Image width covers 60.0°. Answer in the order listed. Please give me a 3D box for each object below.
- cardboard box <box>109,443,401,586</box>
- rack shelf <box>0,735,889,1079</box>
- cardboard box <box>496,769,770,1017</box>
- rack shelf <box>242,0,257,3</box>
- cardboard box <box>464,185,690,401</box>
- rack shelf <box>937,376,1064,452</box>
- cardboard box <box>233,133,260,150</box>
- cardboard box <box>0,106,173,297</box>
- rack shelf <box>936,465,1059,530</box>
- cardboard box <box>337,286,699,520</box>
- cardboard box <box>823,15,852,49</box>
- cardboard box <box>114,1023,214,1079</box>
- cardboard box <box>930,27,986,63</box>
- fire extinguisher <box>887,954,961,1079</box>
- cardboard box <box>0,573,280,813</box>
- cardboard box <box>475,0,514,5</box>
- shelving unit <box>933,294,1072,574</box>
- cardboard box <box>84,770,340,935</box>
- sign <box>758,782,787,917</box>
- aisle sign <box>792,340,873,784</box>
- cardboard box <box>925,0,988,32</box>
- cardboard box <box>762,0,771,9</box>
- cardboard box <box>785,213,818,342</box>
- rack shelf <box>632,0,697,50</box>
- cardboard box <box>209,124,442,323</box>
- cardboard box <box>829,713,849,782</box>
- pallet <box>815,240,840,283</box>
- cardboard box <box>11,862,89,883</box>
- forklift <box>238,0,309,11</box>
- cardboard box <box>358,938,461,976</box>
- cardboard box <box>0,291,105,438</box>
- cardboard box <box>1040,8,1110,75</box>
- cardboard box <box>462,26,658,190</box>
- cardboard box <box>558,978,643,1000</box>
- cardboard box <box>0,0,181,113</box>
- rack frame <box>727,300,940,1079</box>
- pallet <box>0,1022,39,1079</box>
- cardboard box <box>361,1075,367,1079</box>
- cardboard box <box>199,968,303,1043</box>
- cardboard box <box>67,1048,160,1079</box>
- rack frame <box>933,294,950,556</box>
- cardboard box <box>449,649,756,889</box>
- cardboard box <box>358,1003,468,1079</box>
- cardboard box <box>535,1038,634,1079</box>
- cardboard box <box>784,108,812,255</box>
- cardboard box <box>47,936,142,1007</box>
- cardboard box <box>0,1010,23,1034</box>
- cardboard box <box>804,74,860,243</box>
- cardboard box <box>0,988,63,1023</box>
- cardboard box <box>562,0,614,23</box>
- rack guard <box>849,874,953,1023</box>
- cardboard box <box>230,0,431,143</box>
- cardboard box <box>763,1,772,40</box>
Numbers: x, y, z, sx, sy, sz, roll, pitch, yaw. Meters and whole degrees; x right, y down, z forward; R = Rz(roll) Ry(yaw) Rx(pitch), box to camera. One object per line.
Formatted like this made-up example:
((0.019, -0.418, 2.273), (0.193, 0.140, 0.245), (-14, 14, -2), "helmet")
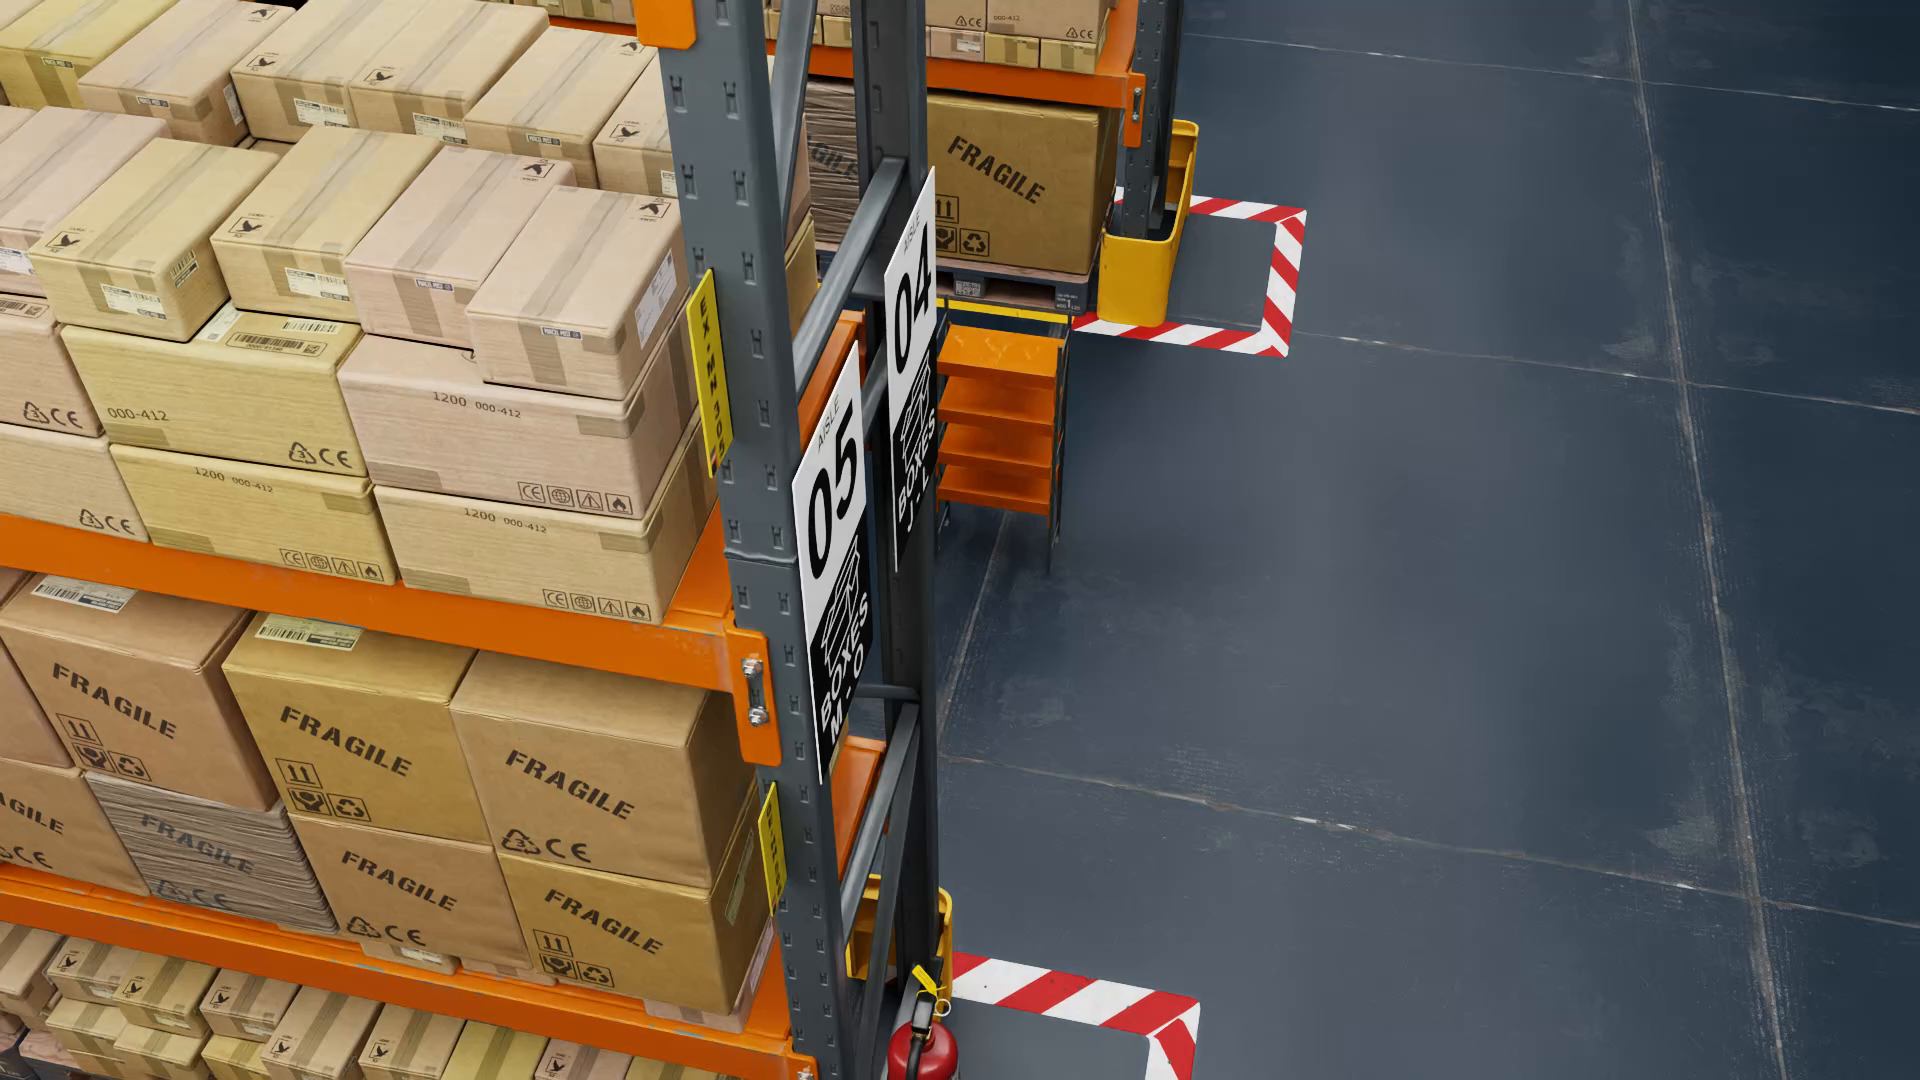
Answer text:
((-1.235, -0.207, 3.207), (0.500, 0.250, 0.500), (9, 45, 9), "cardboard box")
((-2.186, 0.739, 4.798), (4.000, 0.370, 1.077), (9, 45, 9), "rack shelf")
((-0.729, 0.745, 3.986), (0.500, 0.500, 0.500), (10, 45, 10), "cardboard box")
((-4.907, -3.208, 8.899), (4.000, 0.370, 1.077), (9, 45, 9), "rack shelf")
((-0.622, -0.420, 2.780), (0.250, 0.149, 0.380), (8, 45, 9), "cardboard box")
((0.162, -0.520, 6.659), (0.480, 0.148, 0.258), (9, 45, 9), "rack shelf")
((-1.605, -0.830, 3.494), (0.500, 0.250, 0.500), (9, 45, 10), "cardboard box")
((-1.608, -0.608, 2.975), (0.250, 0.149, 0.380), (8, 44, 8), "cardboard box")
((0.162, -0.216, 6.952), (0.480, 0.148, 0.258), (9, 45, 9), "rack shelf")
((-0.739, -0.322, 2.966), (0.500, 0.250, 0.500), (8, 44, 8), "cardboard box")
((-0.469, -2.453, 7.777), (0.250, 0.149, 0.380), (8, 44, 8), "cardboard box")
((-2.348, 1.443, 5.087), (0.250, 0.149, 0.380), (9, 45, 9), "cardboard box")
((0.028, -2.377, 7.698), (0.250, 0.149, 0.380), (9, 45, 9), "cardboard box")
((-0.089, 1.295, 4.026), (0.183, 0.674, 0.296), (9, 45, 9), "fire extinguisher")
((-1.739, 0.228, 3.802), (0.500, 0.500, 0.500), (11, 45, 11), "cardboard box")
((-2.226, -2.725, 8.059), (0.250, 0.149, 0.380), (10, 45, 10), "cardboard box")
((0.162, -0.407, 6.768), (0.503, 1.200, 0.258), (9, 45, 9), "shelving unit")
((-1.727, 0.593, 4.144), (0.500, 0.500, 0.500), (9, 45, 9), "cardboard box")
((-0.375, 0.624, 3.336), (0.005, 0.325, 0.100), (9, 45, 9), "sign")
((-0.228, 0.060, 3.110), (0.004, 0.787, 0.394), (9, 45, 9), "aisle sign")
((-0.078, -2.583, 7.625), (0.500, 0.250, 0.500), (8, 44, 8), "cardboard box")
((-1.084, -2.736, 7.783), (0.500, 0.250, 0.500), (9, 45, 9), "cardboard box")
((-0.616, -0.485, 3.496), (0.500, 0.250, 0.500), (10, 45, 11), "cardboard box")
((-2.186, -1.422, 2.719), (4.000, 0.370, 1.077), (9, 45, 9), "rack shelf")
((-1.092, -0.562, 2.928), (0.250, 0.149, 0.380), (8, 44, 8), "cardboard box")
((-0.478, 0.602, 4.603), (0.250, 0.149, 0.380), (8, 45, 9), "cardboard box")
((-1.036, -1.809, 8.937), (1.213, 0.211, 1.003), (9, 45, 9), "pallet")
((-2.365, 0.707, 4.494), (0.250, 0.149, 0.380), (10, 45, 11), "cardboard box")
((-3.061, -1.448, 6.601), (3.031, 2.935, 1.130), (7, 44, 8), "forklift")
((-1.350, 0.901, 4.292), (0.250, 0.149, 0.380), (10, 45, 10), "cardboard box")
((-1.738, -0.478, 3.128), (0.500, 0.250, 0.500), (9, 45, 10), "cardboard box")
((0.528, -2.300, 7.617), (0.250, 0.149, 0.380), (10, 45, 10), "cardboard box")
((-0.745, -0.822, 3.198), (0.250, 0.149, 0.380), (11, 45, 11), "cardboard box")
((-0.848, 0.952, 4.240), (0.250, 0.149, 0.380), (9, 45, 9), "cardboard box")
((-1.742, -1.022, 3.406), (0.250, 0.149, 0.380), (10, 45, 10), "cardboard box")
((-0.234, 0.782, 4.234), (0.127, 3.000, 1.000), (9, 45, 9), "rack frame")
((-3.474, 1.259, 5.750), (1.213, 0.211, 1.003), (9, 45, 9), "pallet")
((-1.827, 1.517, 5.009), (0.250, 0.149, 0.380), (9, 45, 10), "cardboard box")
((-2.065, 1.305, 5.015), (0.250, 0.149, 0.380), (7, 44, 8), "cardboard box")
((-2.577, 1.494, 5.248), (0.250, 0.149, 0.380), (8, 44, 8), "cardboard box")
((-0.077, -0.444, 6.806), (0.015, 1.200, 0.240), (9, 45, 9), "rack frame")
((-0.735, 0.378, 3.647), (0.500, 0.500, 0.500), (8, 44, 8), "cardboard box")
((-1.558, 1.423, 4.893), (0.250, 0.149, 0.380), (7, 44, 7), "cardboard box")
((-1.038, 1.458, 4.856), (0.250, 0.149, 0.380), (10, 45, 10), "cardboard box")
((-0.615, -0.668, 3.326), (0.500, 0.250, 0.500), (9, 45, 10), "cardboard box")
((-2.559, 1.220, 5.103), (0.250, 0.149, 0.380), (7, 44, 7), "cardboard box")
((-3.080, 1.372, 5.374), (0.250, 0.149, 0.380), (8, 44, 8), "cardboard box")
((-0.582, -2.125, 8.485), (0.875, 0.875, 0.875), (9, 45, 9), "cardboard box")
((-2.815, 1.307, 5.227), (0.250, 0.149, 0.380), (11, 45, 11), "cardboard box")
((-1.719, -2.648, 7.979), (0.250, 0.149, 0.380), (8, 45, 8), "cardboard box")
((-0.308, 1.671, 5.113), (0.348, 0.500, 1.175), (9, 45, 9), "rack guard")
((-1.231, -0.950, 3.331), (0.250, 0.149, 0.380), (9, 45, 10), "cardboard box")
((-0.963, -2.531, 7.858), (0.250, 0.149, 0.380), (10, 45, 10), "cardboard box")
